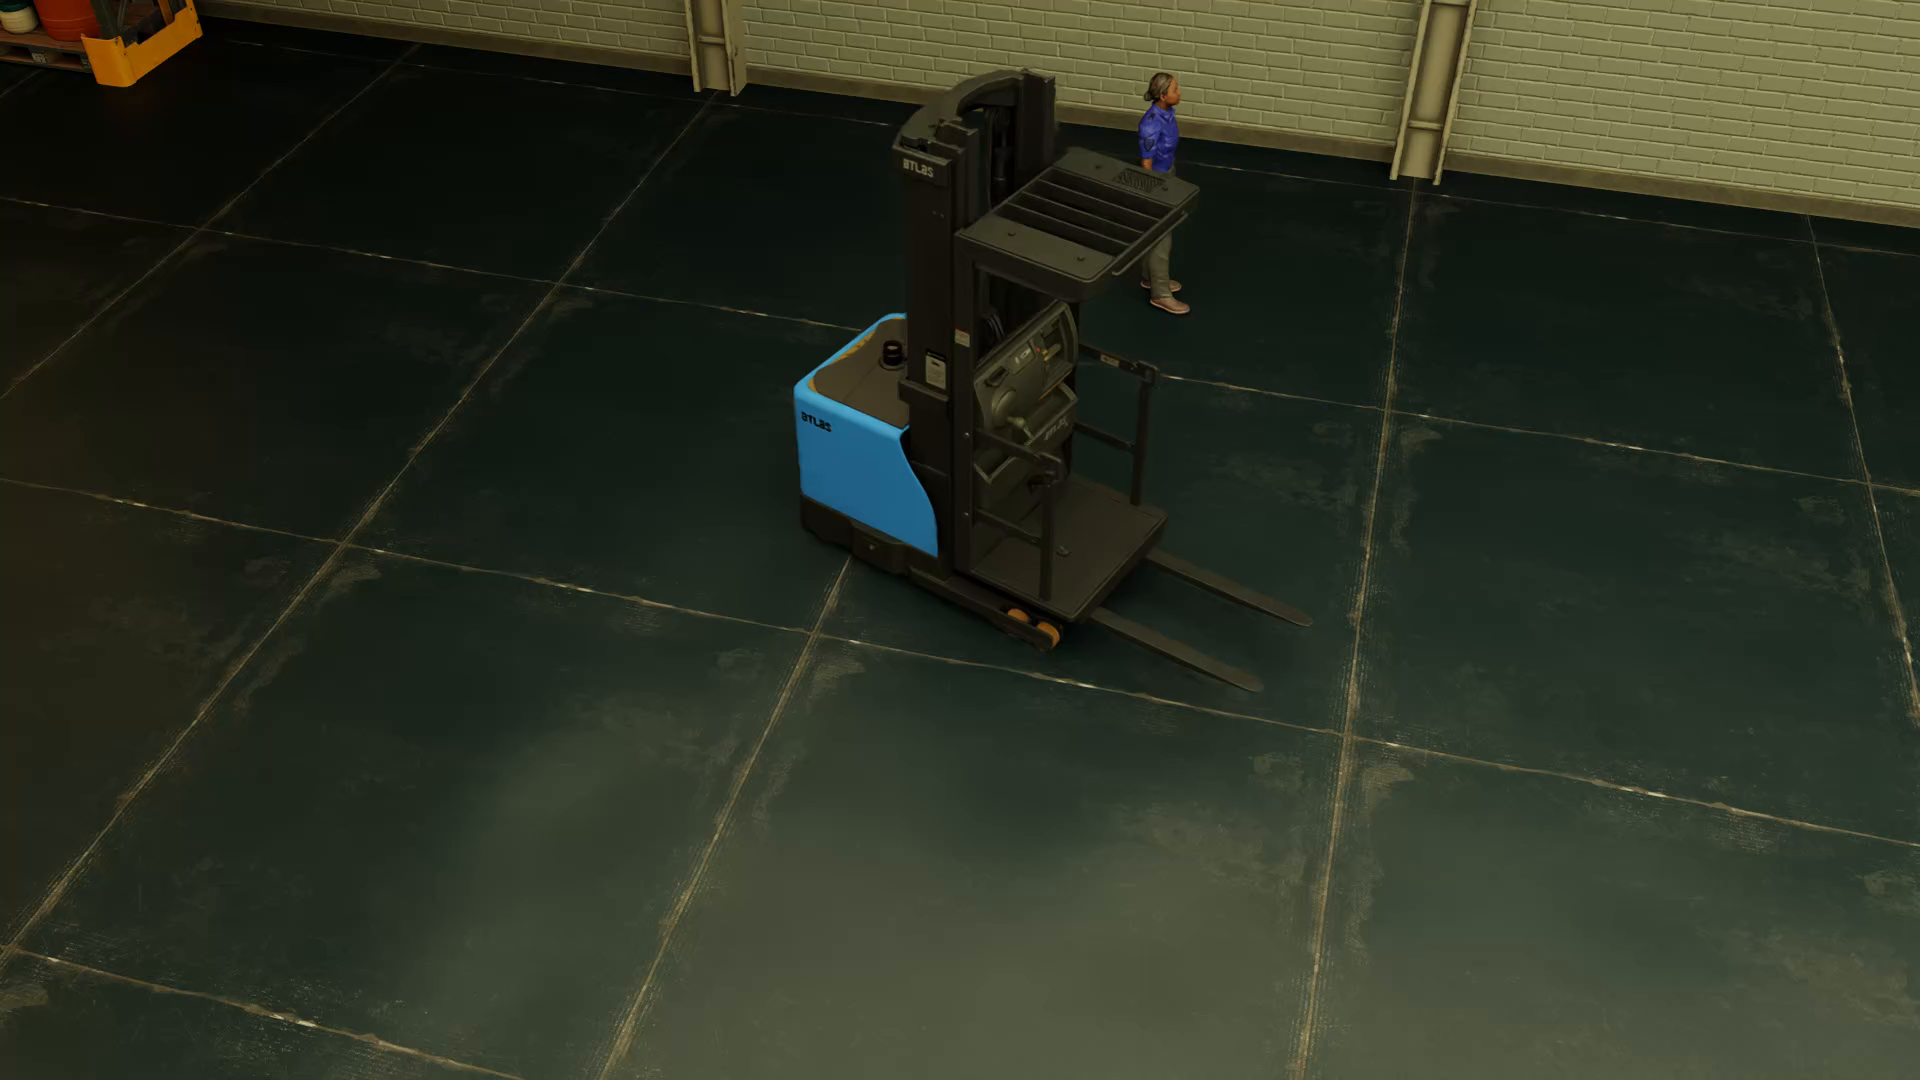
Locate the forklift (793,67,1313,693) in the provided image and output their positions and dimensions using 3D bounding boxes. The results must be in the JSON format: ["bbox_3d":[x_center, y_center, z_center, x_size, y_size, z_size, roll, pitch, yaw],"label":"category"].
[{"bbox_3d":[0.530,-0.876,8.861,3.031,2.935,1.130,25,47,25],"label":"forklift"}]

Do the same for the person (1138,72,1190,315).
[{"bbox_3d":[1.469,-2.443,11.606,0.505,1.654,0.566,11,42,13],"label":"person"}]
